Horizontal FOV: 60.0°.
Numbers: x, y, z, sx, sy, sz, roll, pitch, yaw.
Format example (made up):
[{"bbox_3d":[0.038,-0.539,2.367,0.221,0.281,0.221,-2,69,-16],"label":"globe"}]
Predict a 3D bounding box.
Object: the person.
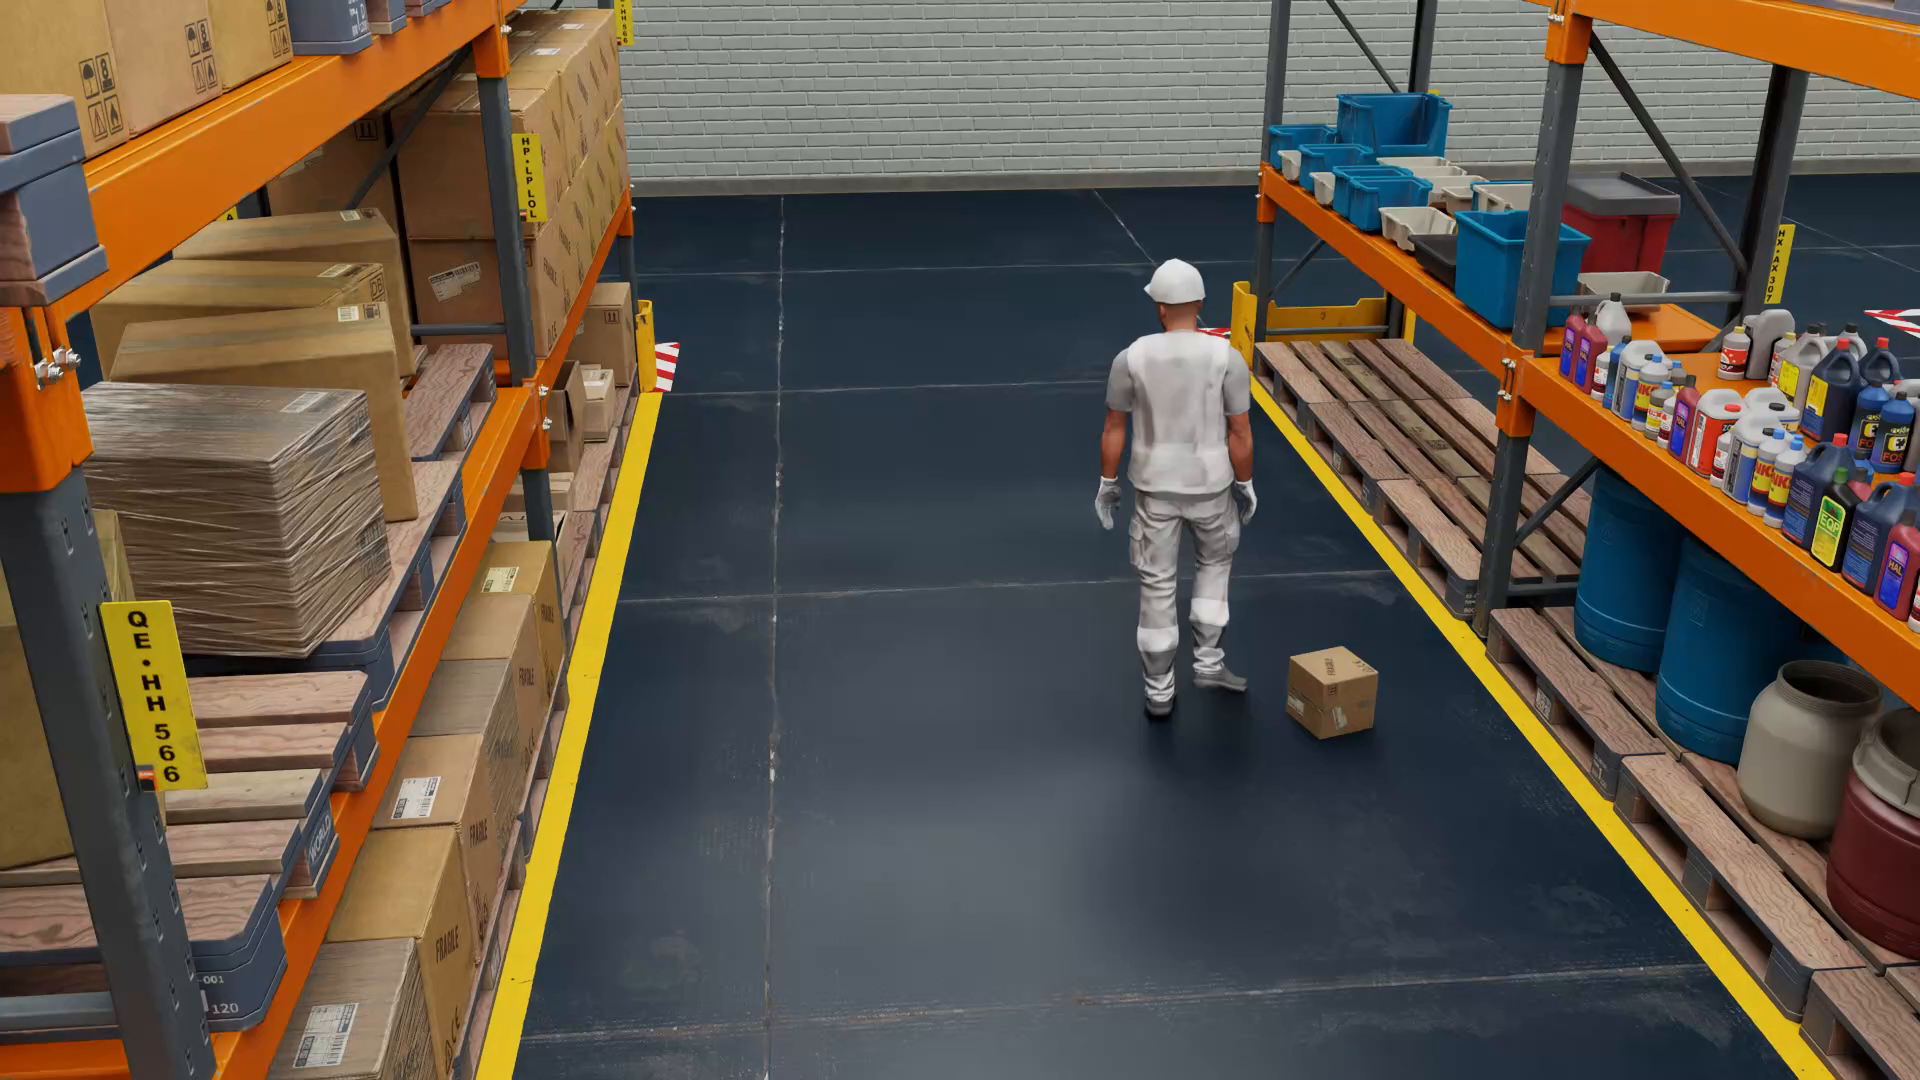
[{"bbox_3d":[0.854,-0.190,6.478,0.647,1.784,0.474,4,24,8],"label":"person"}]
